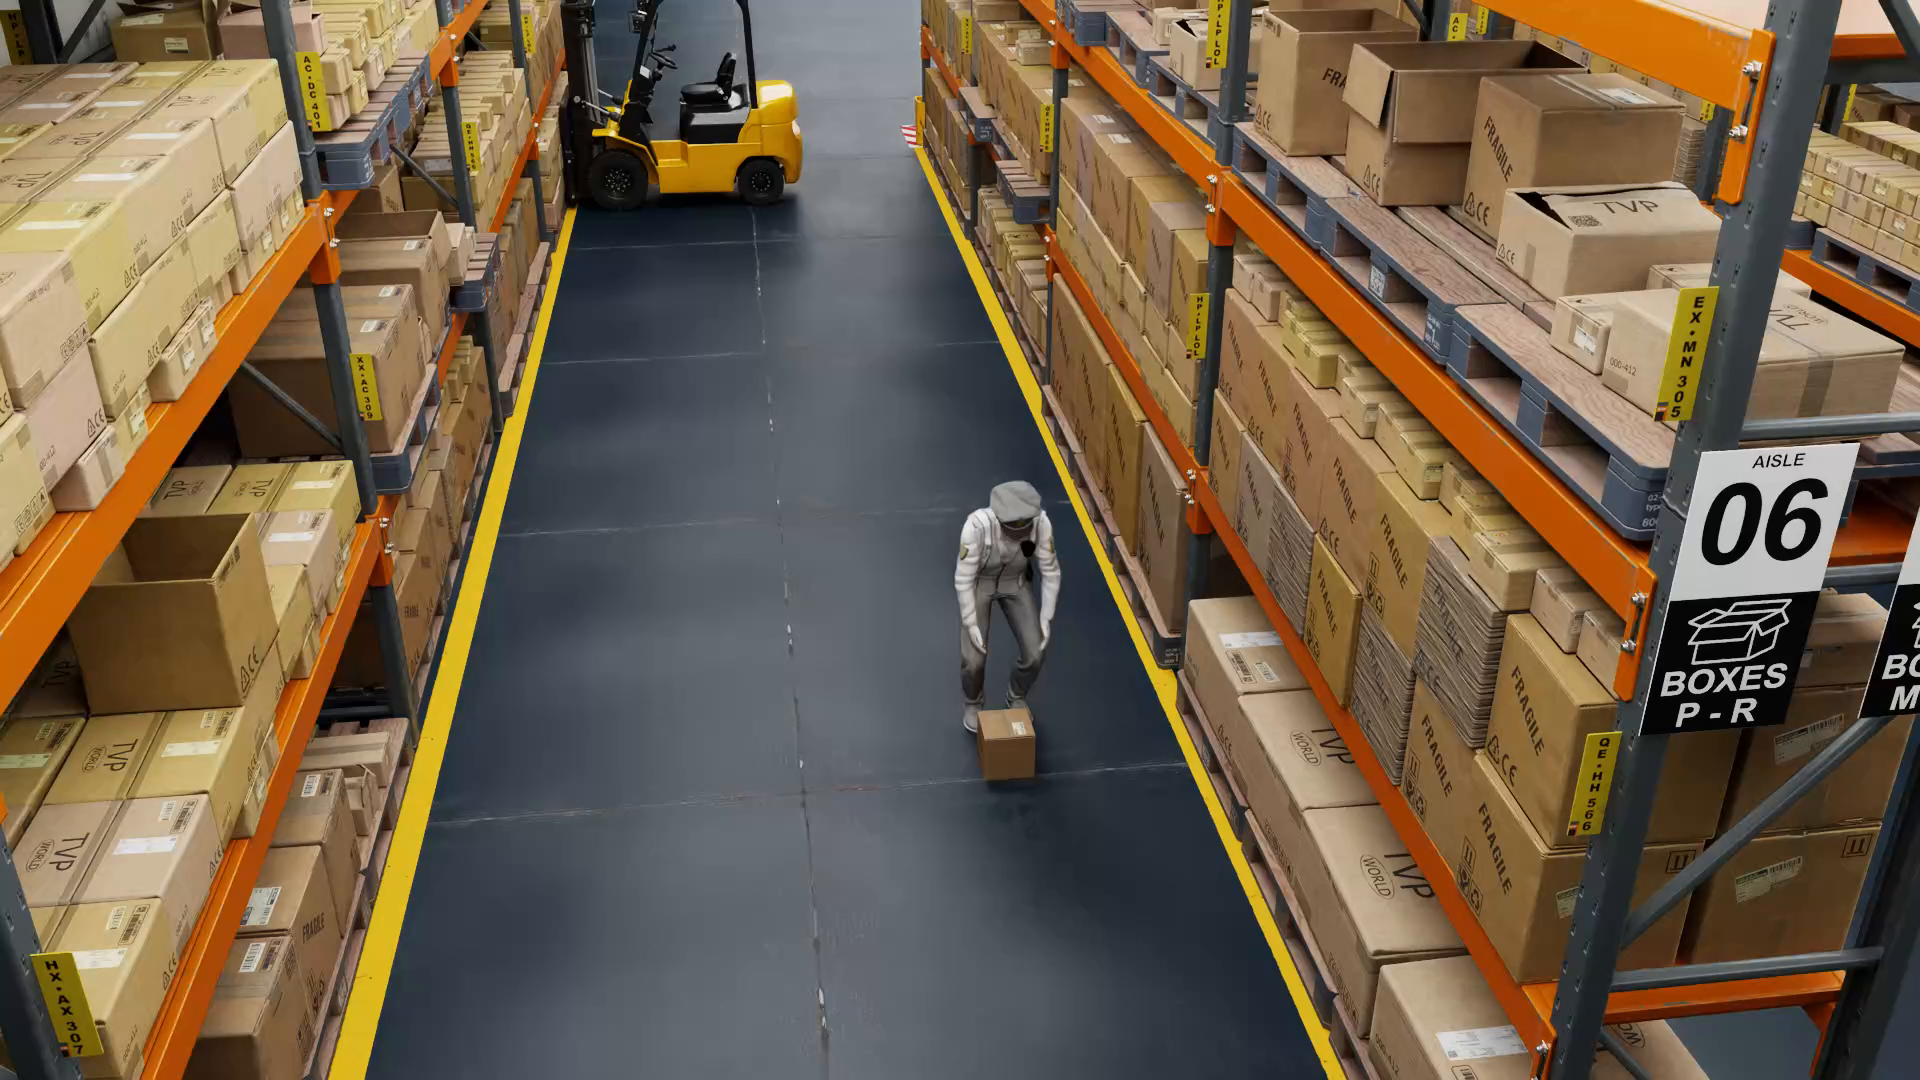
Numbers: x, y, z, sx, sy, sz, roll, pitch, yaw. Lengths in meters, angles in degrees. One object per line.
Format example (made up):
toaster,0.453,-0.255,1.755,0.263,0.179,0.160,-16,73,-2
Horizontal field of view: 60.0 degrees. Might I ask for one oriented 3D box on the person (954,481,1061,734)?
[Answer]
person,0.231,0.310,8.285,0.534,1.430,0.656,-4,28,-7
